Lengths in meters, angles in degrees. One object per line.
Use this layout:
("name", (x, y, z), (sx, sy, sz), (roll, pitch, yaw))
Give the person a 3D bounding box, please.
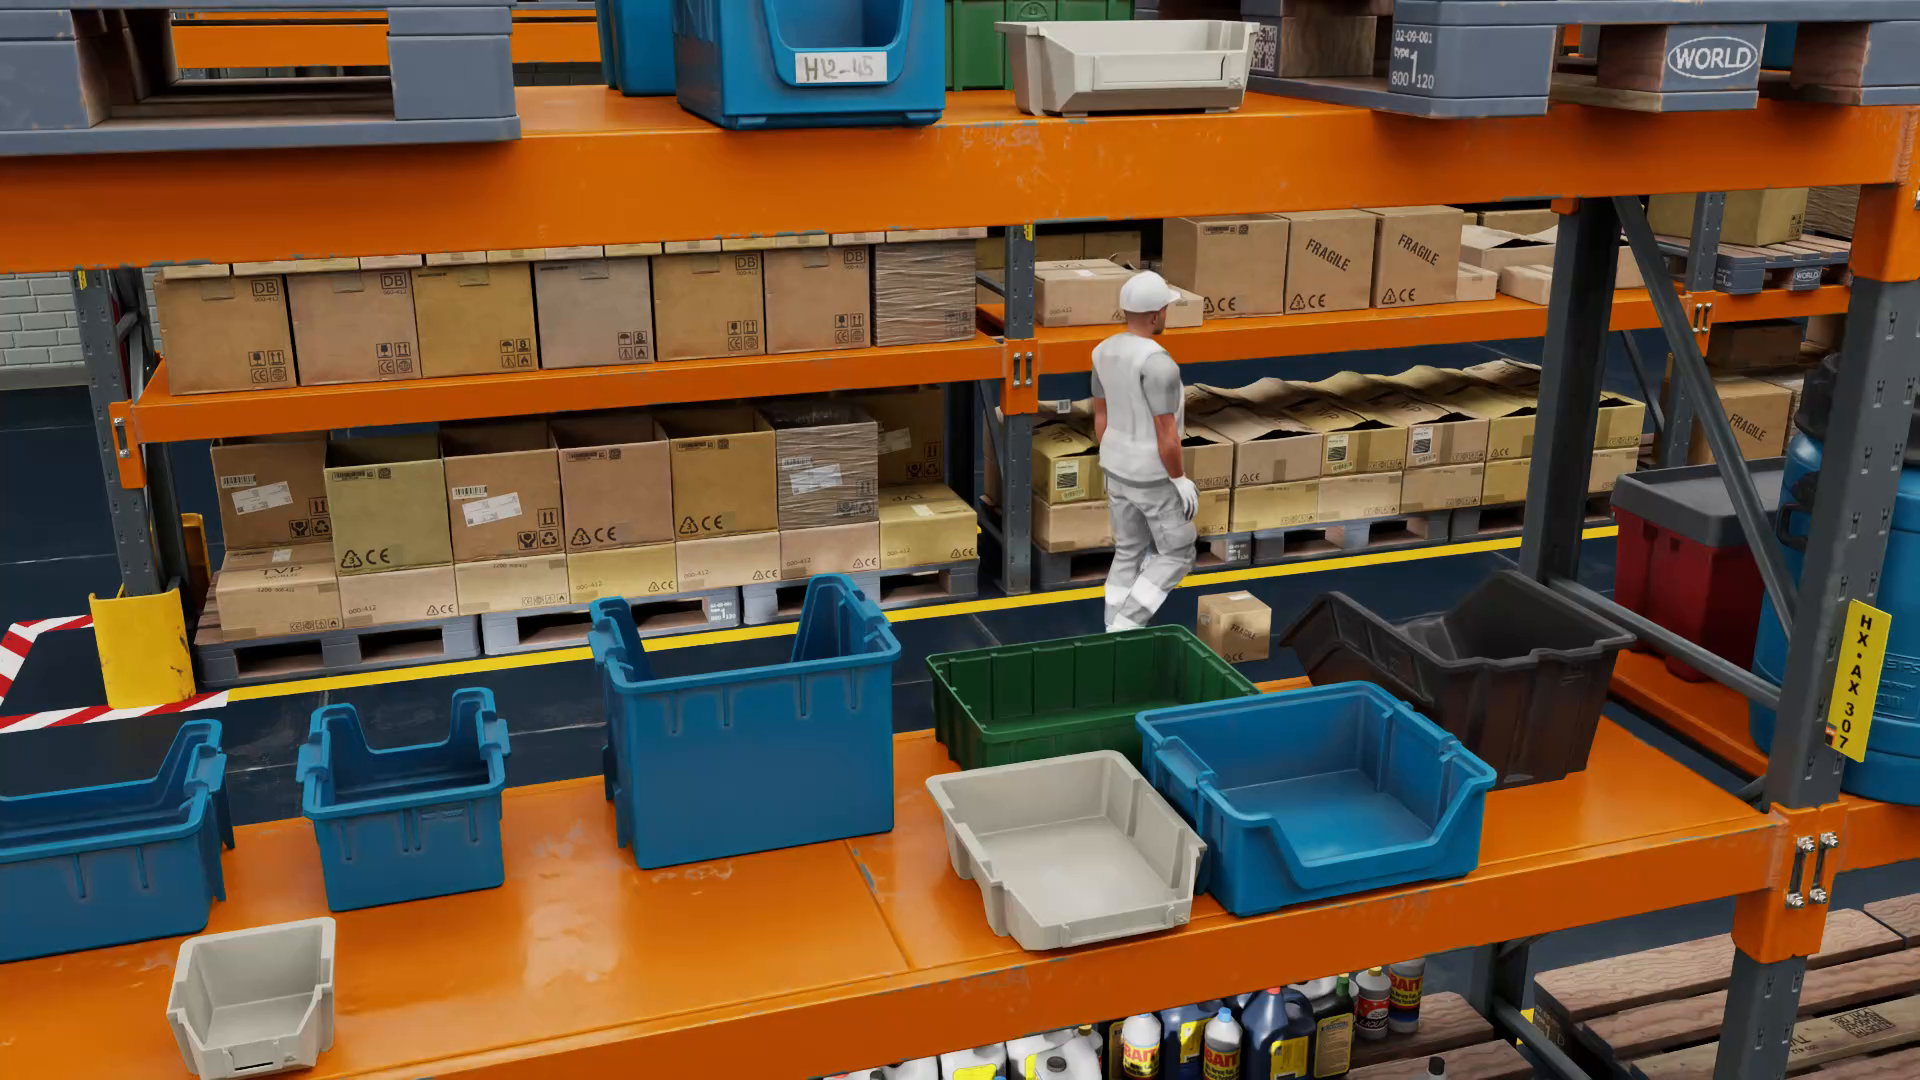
("person", (0.803, -0.284, 7.299), (0.443, 1.793, 0.579), (-10, 22, -27))
